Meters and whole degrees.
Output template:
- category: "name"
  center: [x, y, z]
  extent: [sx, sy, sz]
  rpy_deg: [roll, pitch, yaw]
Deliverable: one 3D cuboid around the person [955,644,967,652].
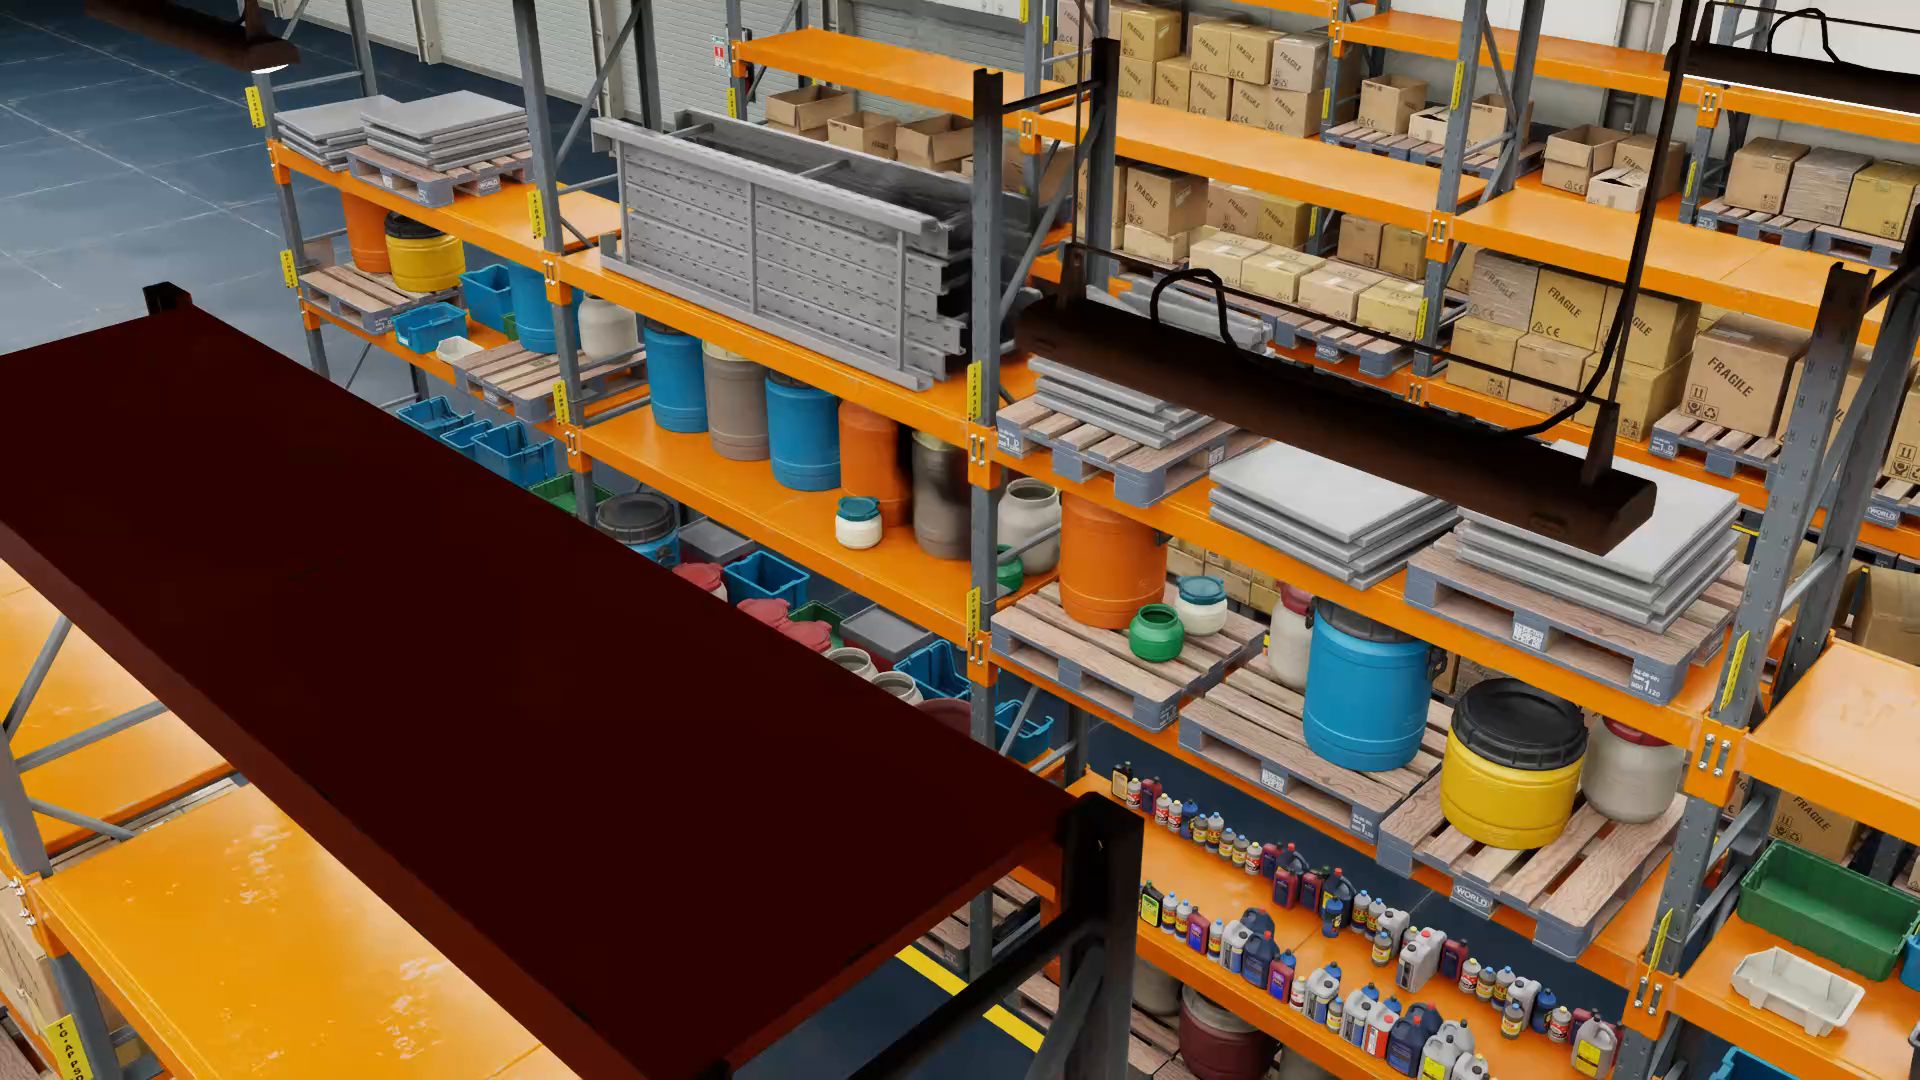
- category: "person"
  center: [0.196, 0.278, 14.060]
  extent: [0.562, 1.676, 0.586]
  rpy_deg: [22, 36, 34]
